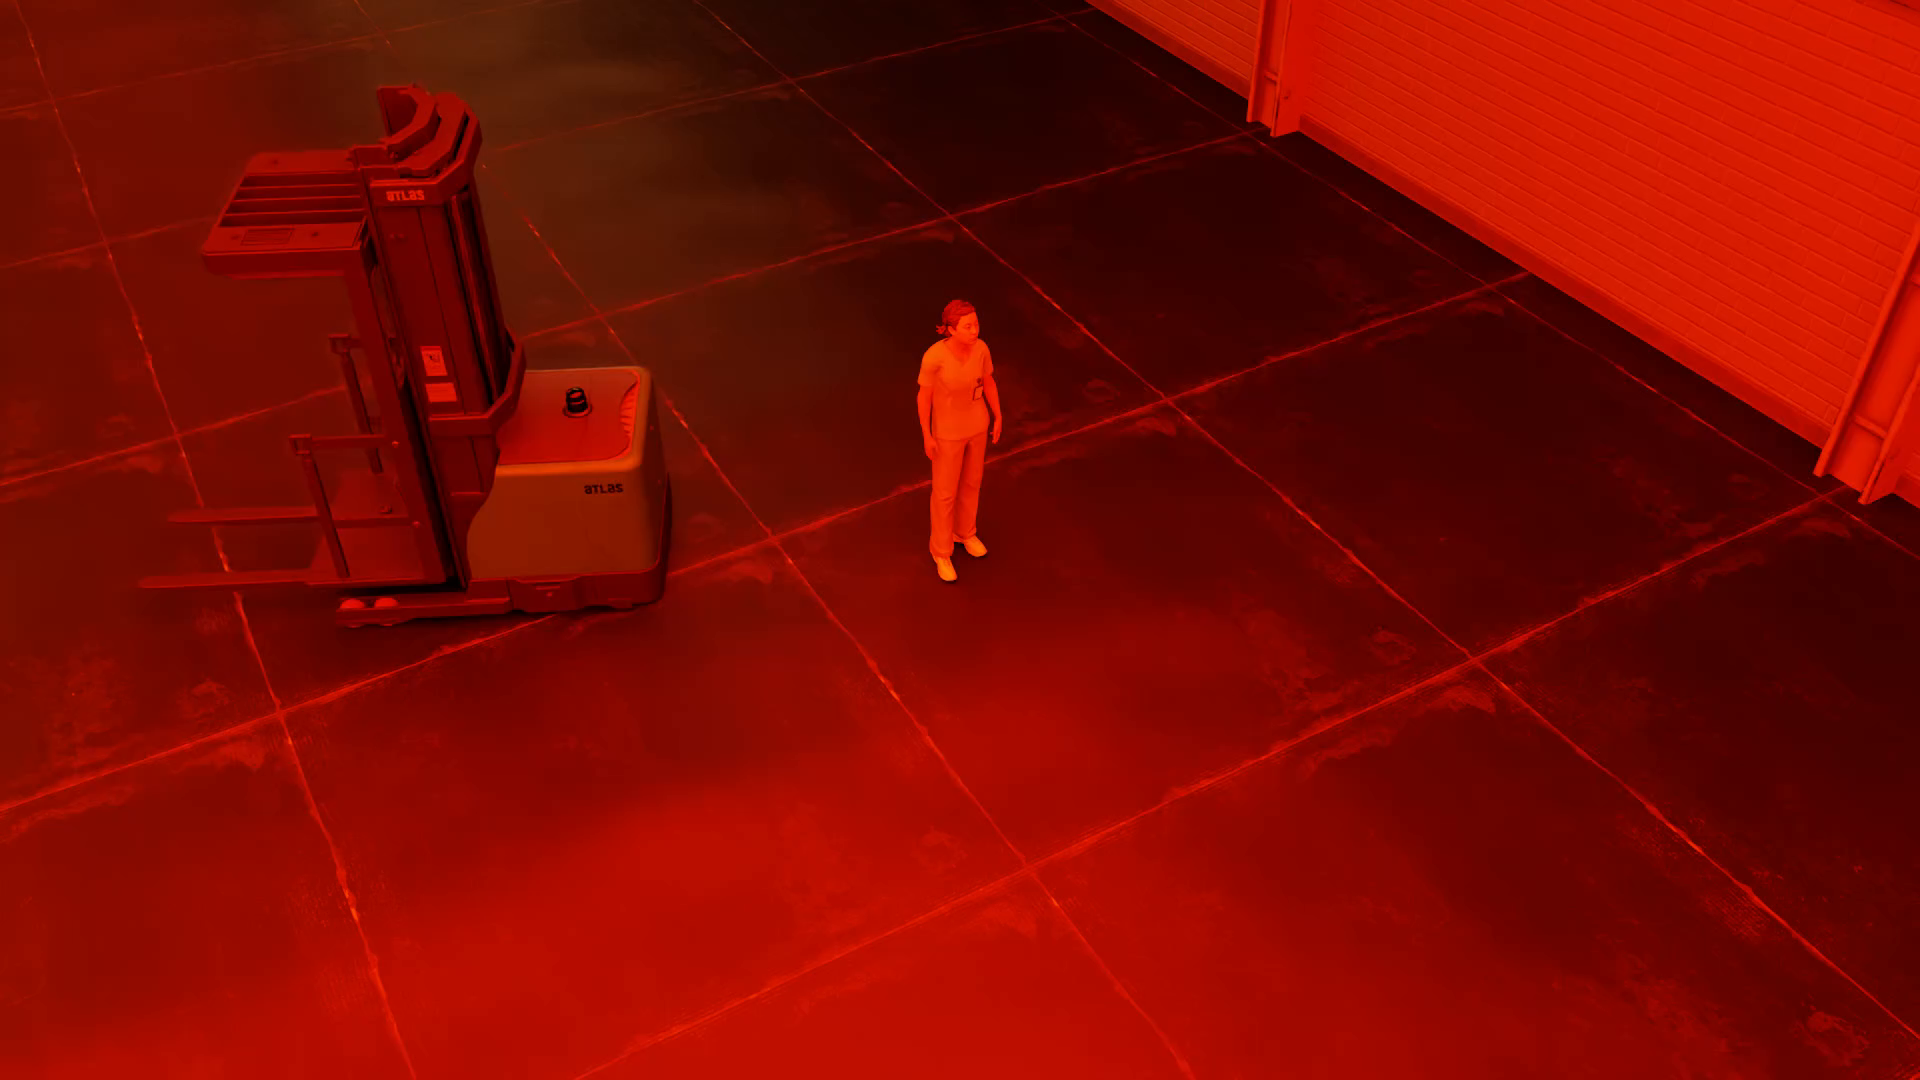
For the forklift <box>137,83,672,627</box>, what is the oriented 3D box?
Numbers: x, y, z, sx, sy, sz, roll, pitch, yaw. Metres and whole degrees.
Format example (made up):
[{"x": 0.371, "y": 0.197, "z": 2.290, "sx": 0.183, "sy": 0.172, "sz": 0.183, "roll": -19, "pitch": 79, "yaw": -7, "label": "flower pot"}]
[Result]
[{"x": -3.296, "y": -0.970, "z": 9.206, "sx": 3.031, "sy": 2.935, "sz": 1.130, "roll": -3, "pitch": 40, "yaw": -3, "label": "forklift"}]

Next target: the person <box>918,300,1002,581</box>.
[{"x": 0.025, "y": -0.605, "z": 9.738, "sx": 0.549, "sy": 1.673, "sz": 0.548, "roll": -20, "pitch": 44, "yaw": -23, "label": "person"}]
